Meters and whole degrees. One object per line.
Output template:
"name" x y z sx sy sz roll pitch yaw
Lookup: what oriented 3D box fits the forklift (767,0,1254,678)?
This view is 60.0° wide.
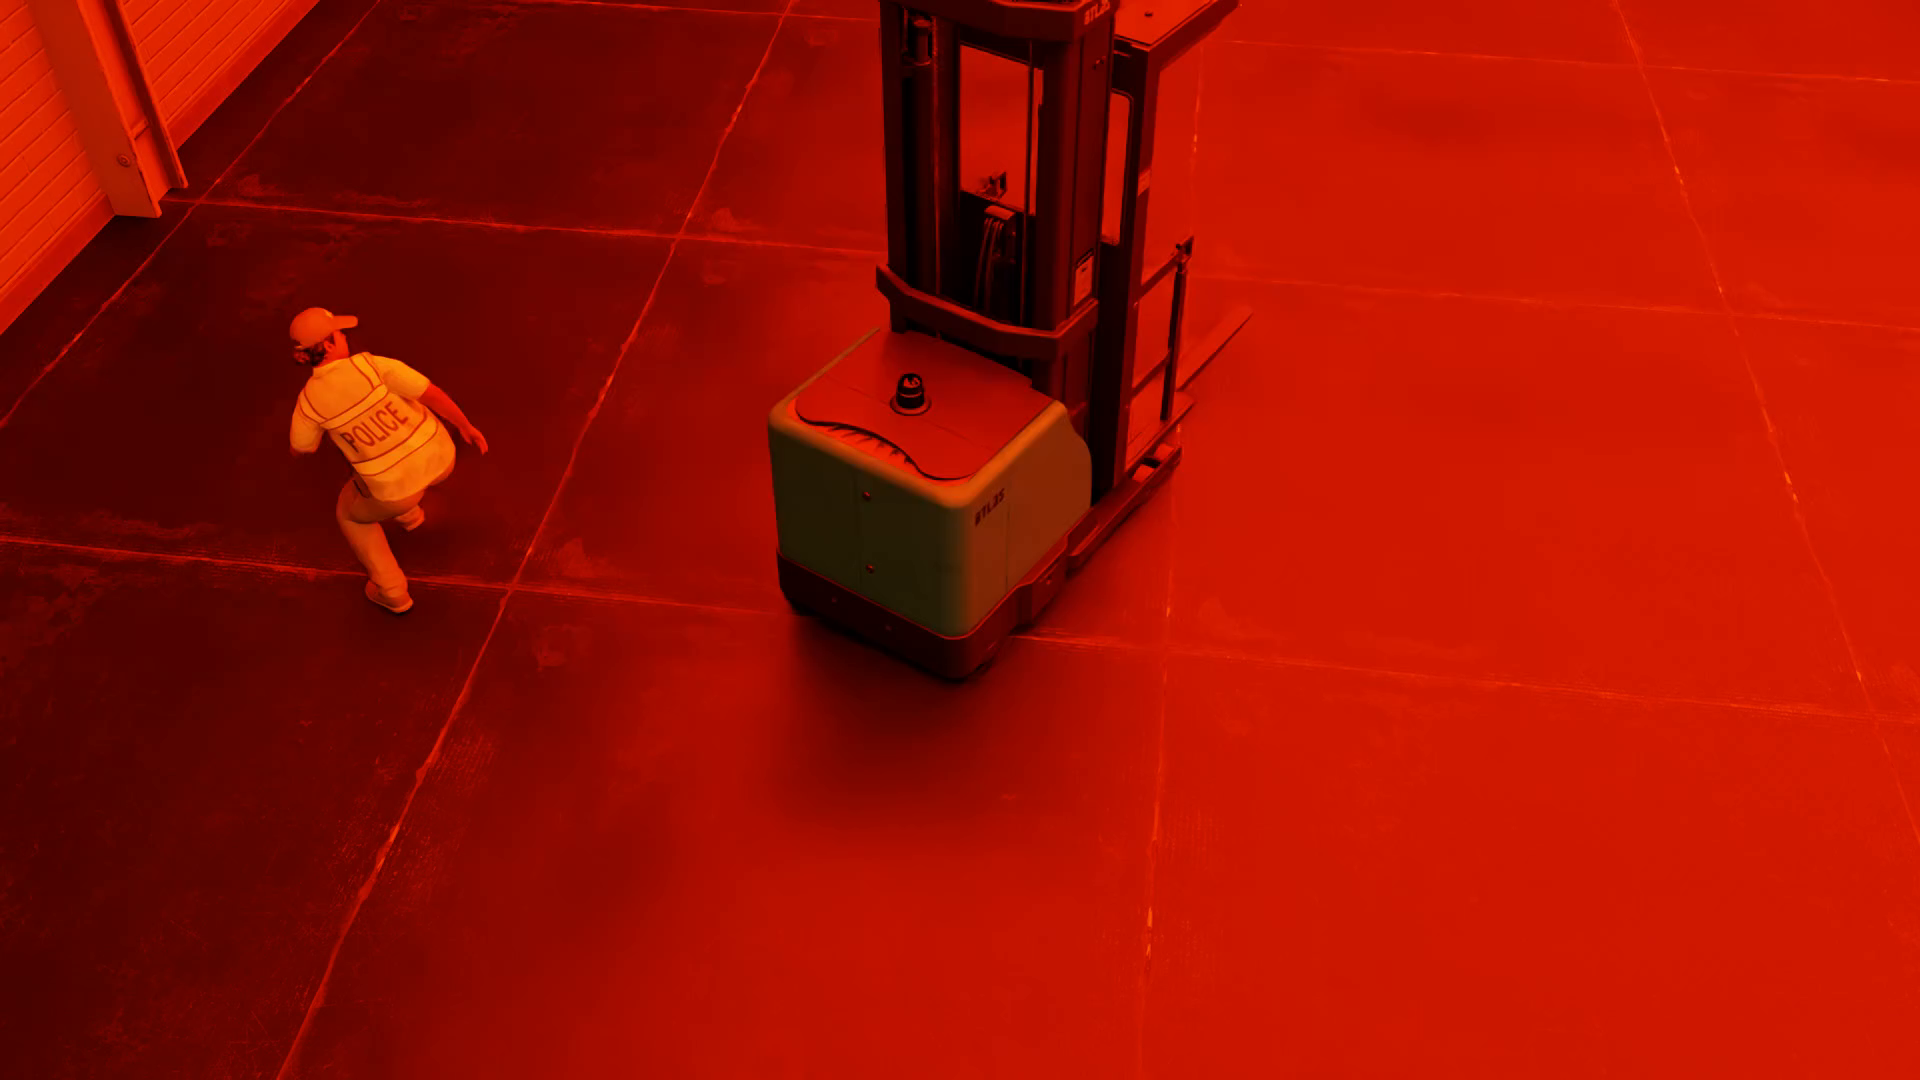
"forklift" 0.436 -1.448 7.301 1.130 2.935 3.031 25 48 25

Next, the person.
"person" -2.538 -0.414 7.290 0.708 1.463 0.718 -32 51 -30
